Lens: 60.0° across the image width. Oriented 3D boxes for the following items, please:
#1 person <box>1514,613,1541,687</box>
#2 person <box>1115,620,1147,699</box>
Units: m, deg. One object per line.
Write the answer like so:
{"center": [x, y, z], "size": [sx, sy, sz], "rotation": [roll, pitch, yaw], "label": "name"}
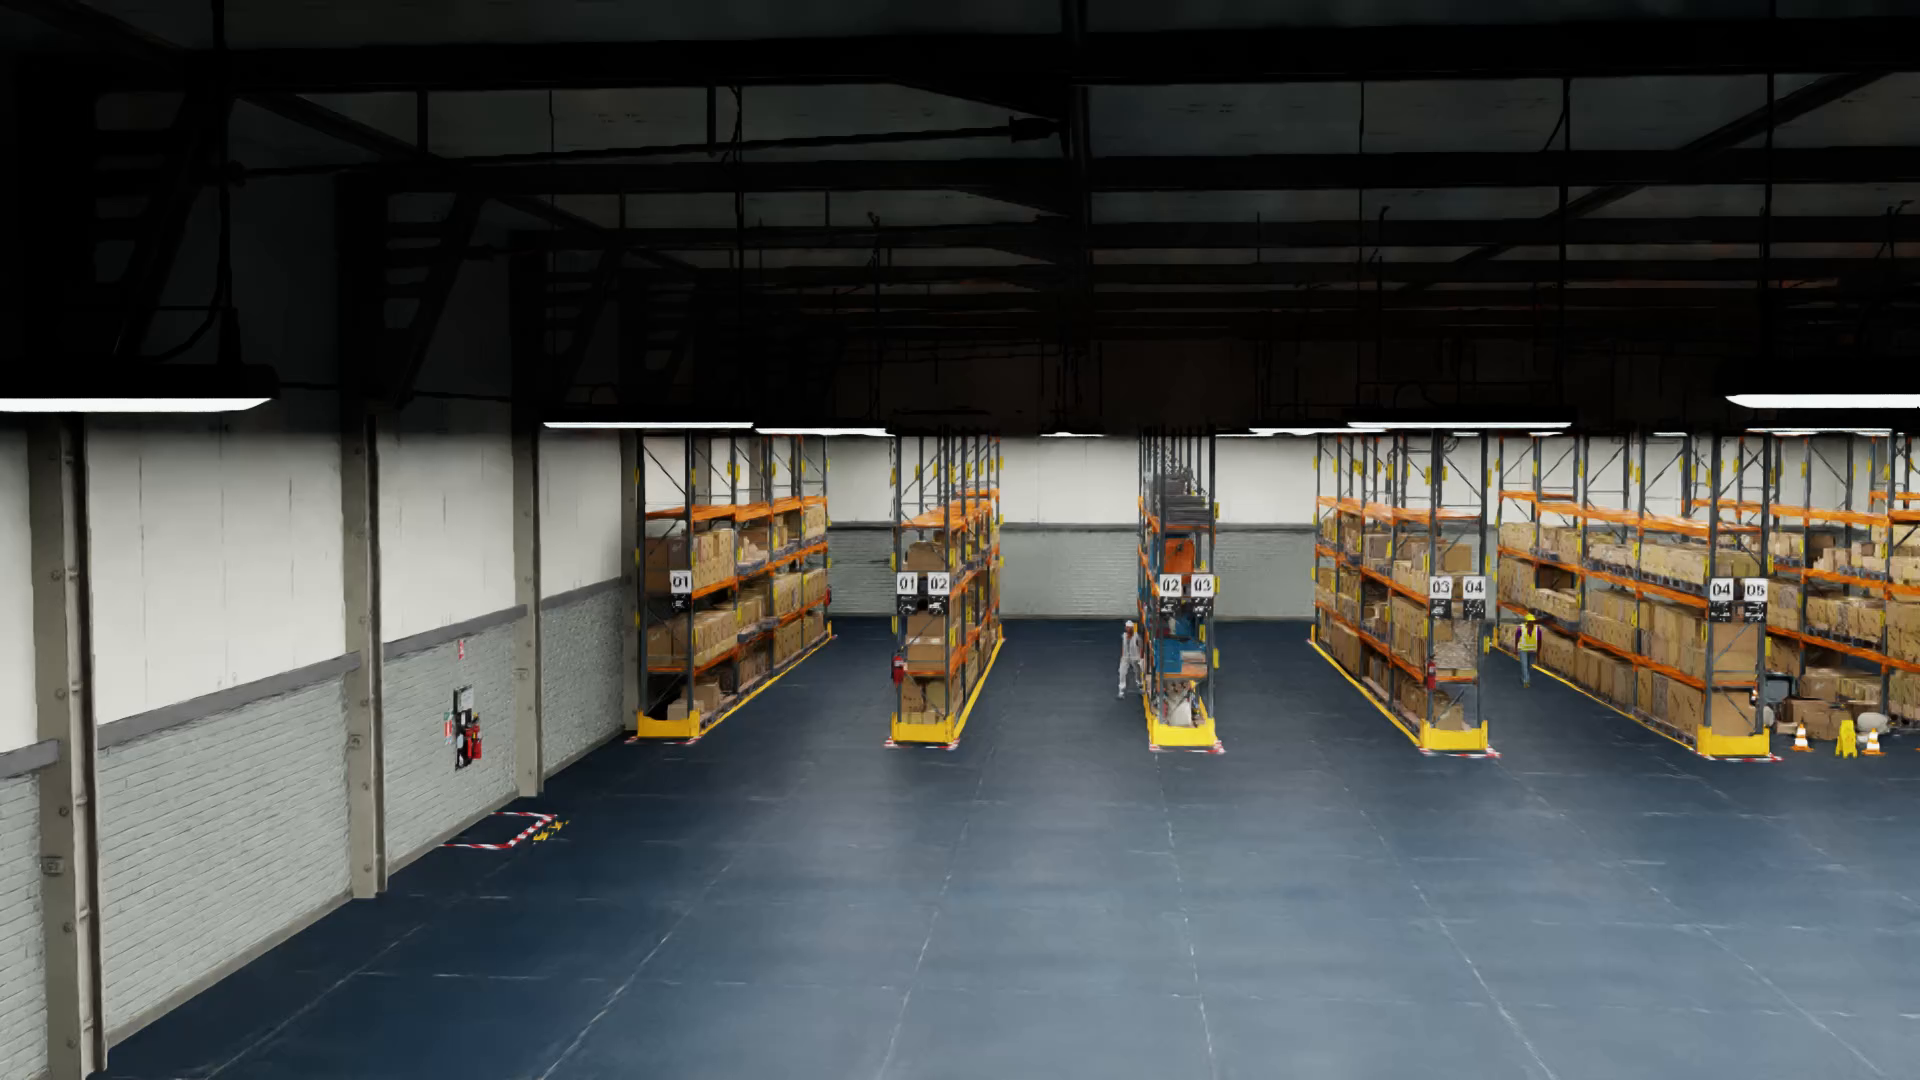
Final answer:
{"center": [13.151, 2.528, 38.438], "size": [0.575, 1.689, 1.128], "rotation": [0, 3, 3], "label": "person"}
{"center": [3.782, 2.631, 36.703], "size": [0.591, 1.739, 0.988], "rotation": [2, 4, 26], "label": "person"}
